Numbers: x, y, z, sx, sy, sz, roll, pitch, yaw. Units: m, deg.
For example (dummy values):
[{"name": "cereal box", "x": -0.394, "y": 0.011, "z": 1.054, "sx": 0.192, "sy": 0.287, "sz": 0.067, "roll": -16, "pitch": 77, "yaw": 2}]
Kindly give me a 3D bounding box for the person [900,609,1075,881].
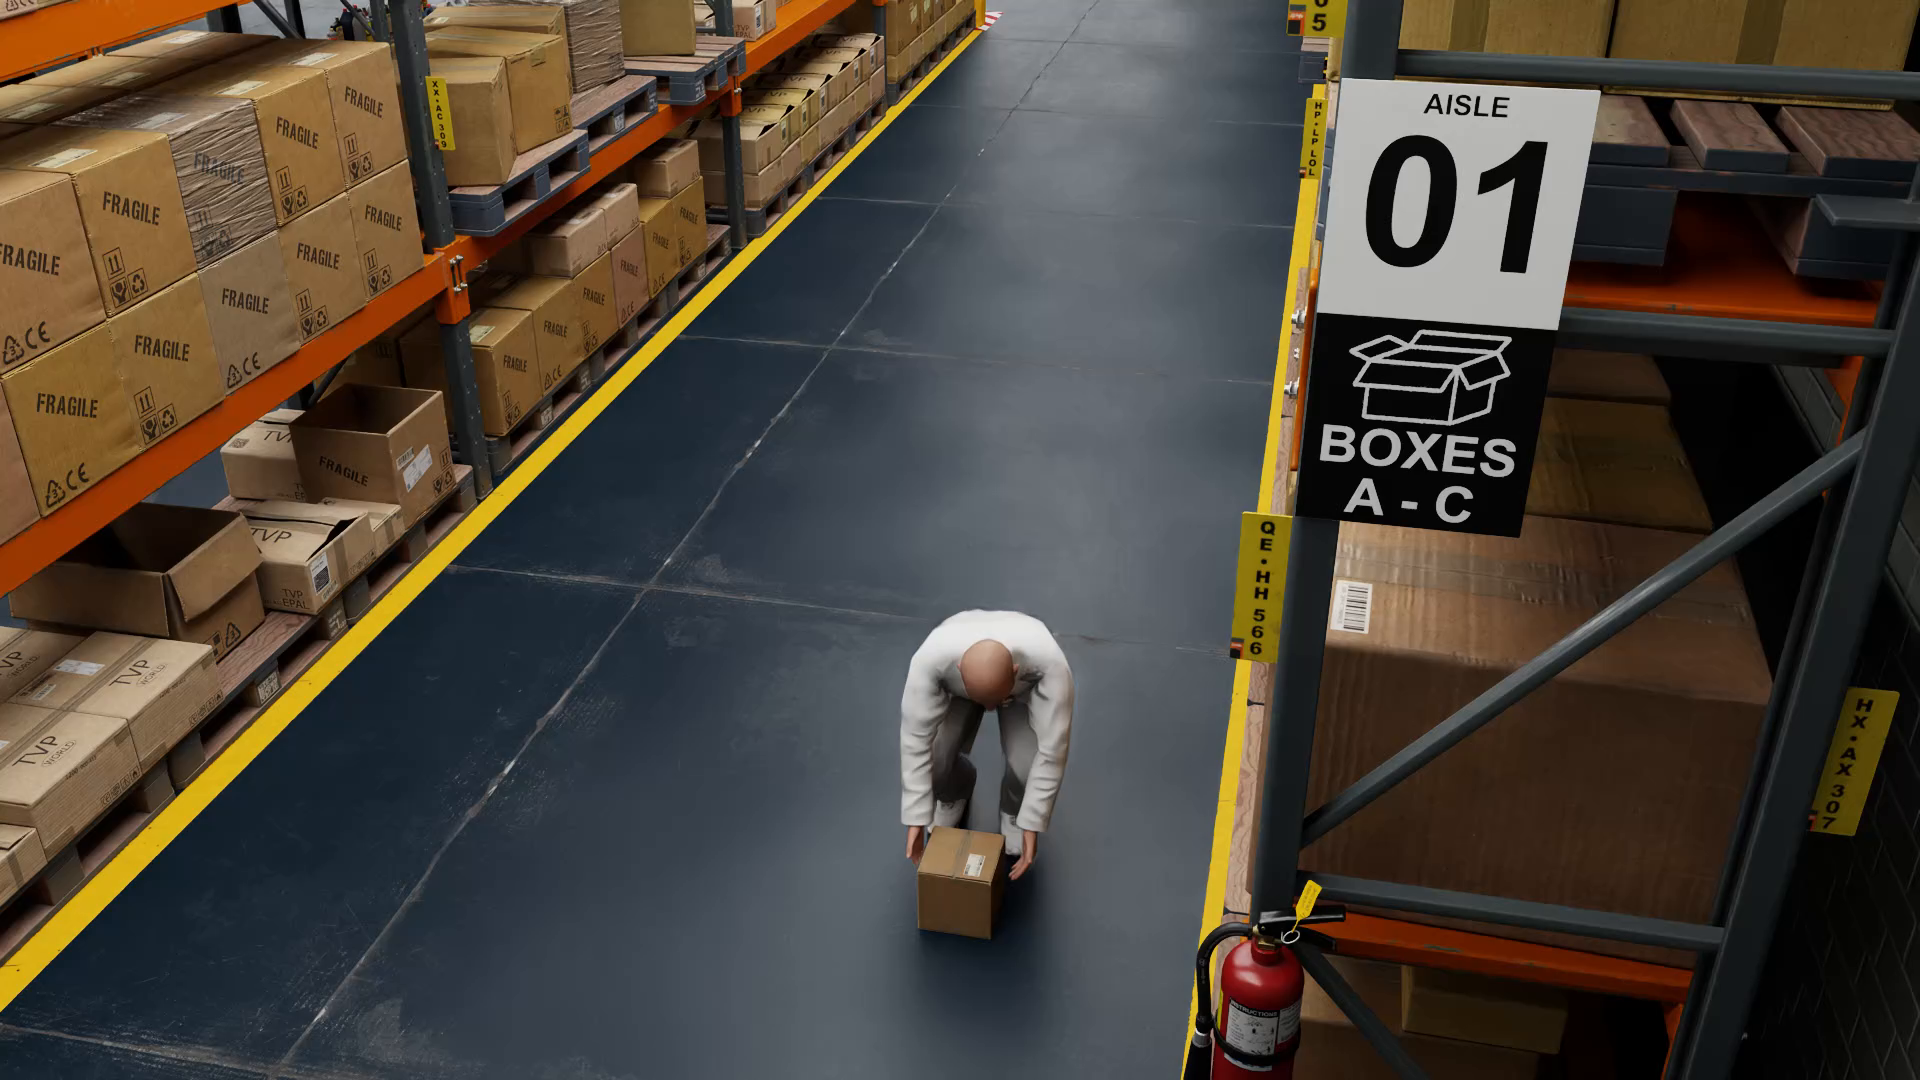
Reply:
[{"name": "person", "x": 0.100, "y": 0.630, "z": 5.769, "sx": 0.611, "sy": 1.024, "sz": 0.893, "roll": 5, "pitch": 29, "yaw": 9}]
